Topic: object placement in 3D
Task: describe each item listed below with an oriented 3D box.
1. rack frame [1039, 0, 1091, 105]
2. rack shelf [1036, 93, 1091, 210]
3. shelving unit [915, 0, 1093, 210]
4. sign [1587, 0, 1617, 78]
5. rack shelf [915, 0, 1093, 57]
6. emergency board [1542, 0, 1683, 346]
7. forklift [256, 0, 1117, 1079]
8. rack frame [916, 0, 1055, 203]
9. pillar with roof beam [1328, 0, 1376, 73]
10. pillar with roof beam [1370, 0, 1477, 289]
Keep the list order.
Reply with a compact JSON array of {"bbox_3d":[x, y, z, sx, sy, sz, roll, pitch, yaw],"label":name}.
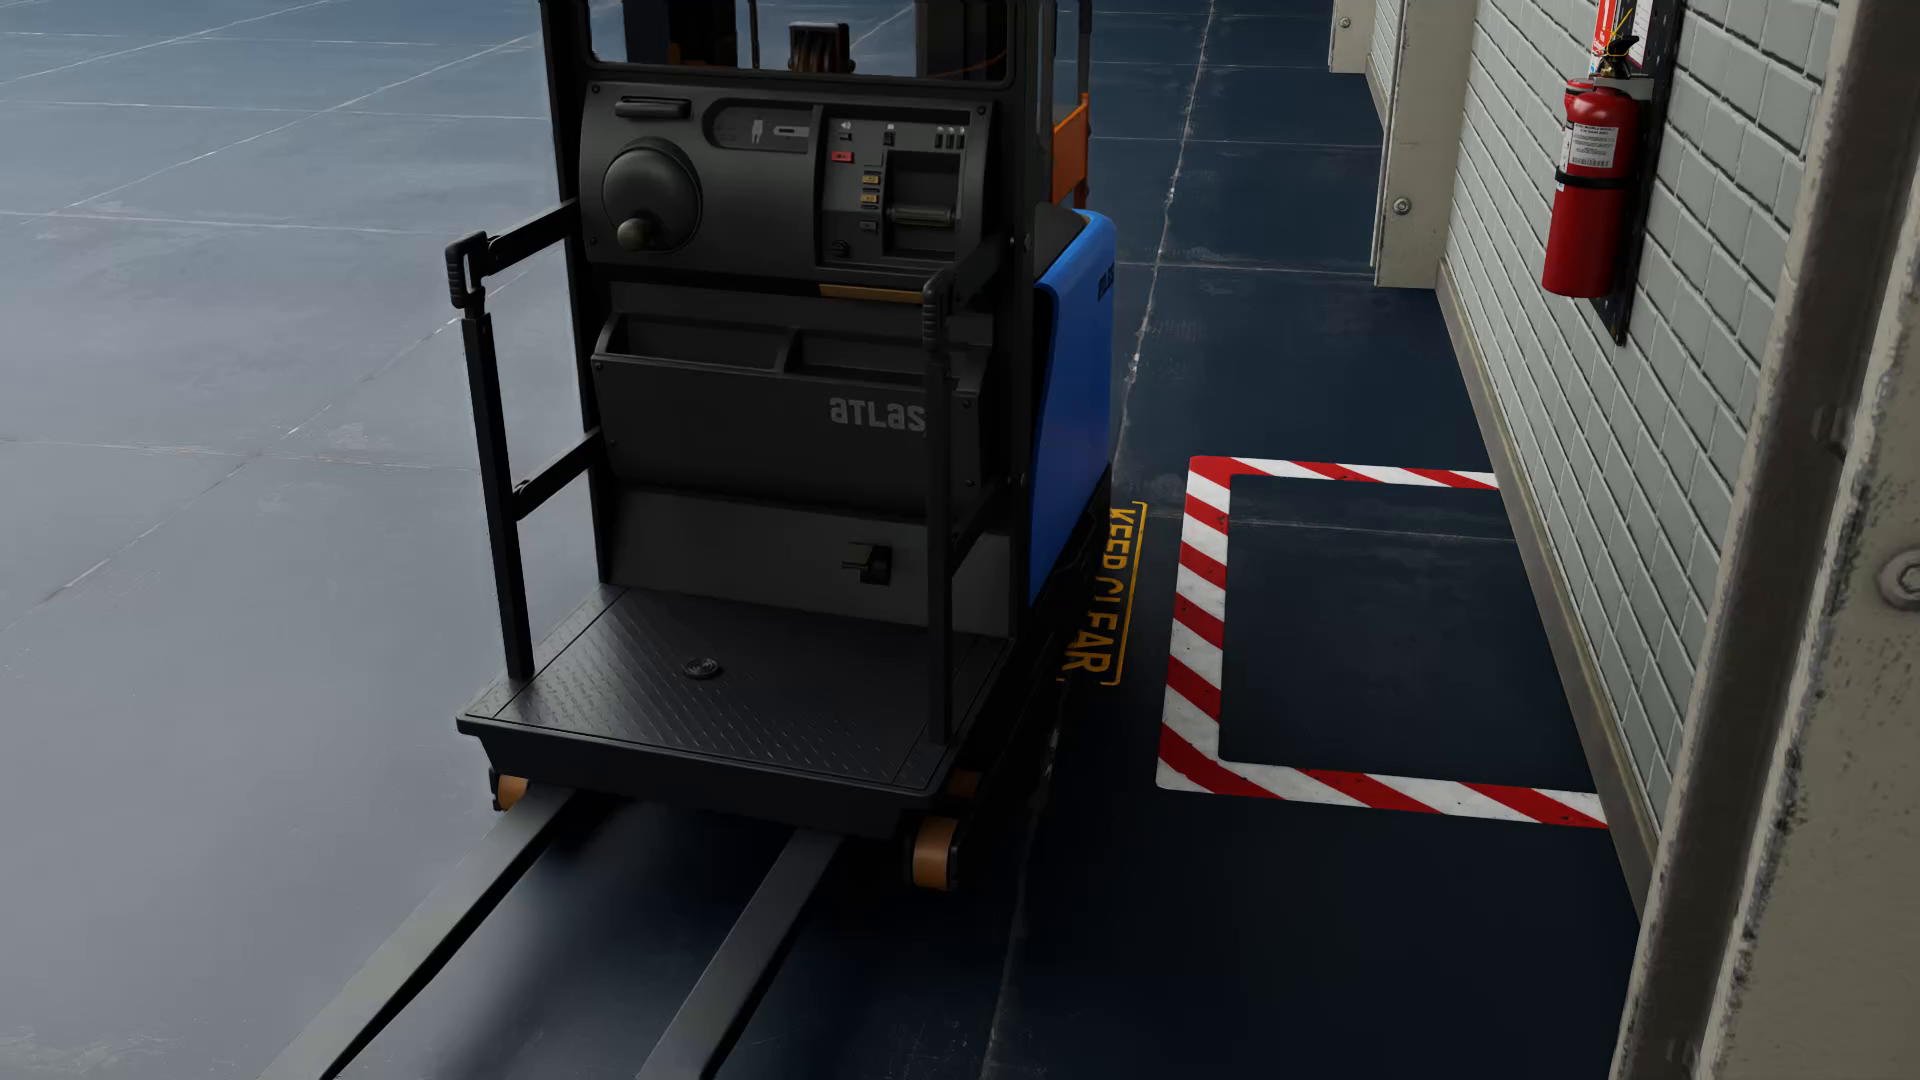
[{"bbox_3d":[0.205,-1.186,5.308,0.400,2.100,0.015,7,26,15],"label":"rack frame"},{"bbox_3d":[0.137,-1.075,5.101,0.431,0.518,0.480,7,26,15],"label":"rack shelf"},{"bbox_3d":[0.137,-1.087,5.096,0.431,2.100,0.503,7,26,15],"label":"shelving unit"},{"bbox_3d":[1.783,-1.382,4.623,0.001,0.329,0.234,4,25,9],"label":"sign"},{"bbox_3d":[0.137,-1.709,4.805,0.431,0.518,0.480,7,26,15],"label":"rack shelf"},{"bbox_3d":[1.591,-1.142,4.152,0.194,1.169,0.643,4,25,9],"label":"emergency board"},{"bbox_3d":[-0.443,-0.749,3.393,1.130,2.935,3.031,7,26,15],"label":"forklift"},{"bbox_3d":[0.070,-0.988,4.883,0.400,2.100,0.015,7,26,15],"label":"rack frame"},{"bbox_3d":[-1.137,-8.145,12.037,9.100,9.000,0.400,4,25,9],"label":"pillar with roof beam"},{"bbox_3d":[-2.117,-5.636,6.676,9.100,9.000,0.400,4,25,9],"label":"pillar with roof beam"}]
